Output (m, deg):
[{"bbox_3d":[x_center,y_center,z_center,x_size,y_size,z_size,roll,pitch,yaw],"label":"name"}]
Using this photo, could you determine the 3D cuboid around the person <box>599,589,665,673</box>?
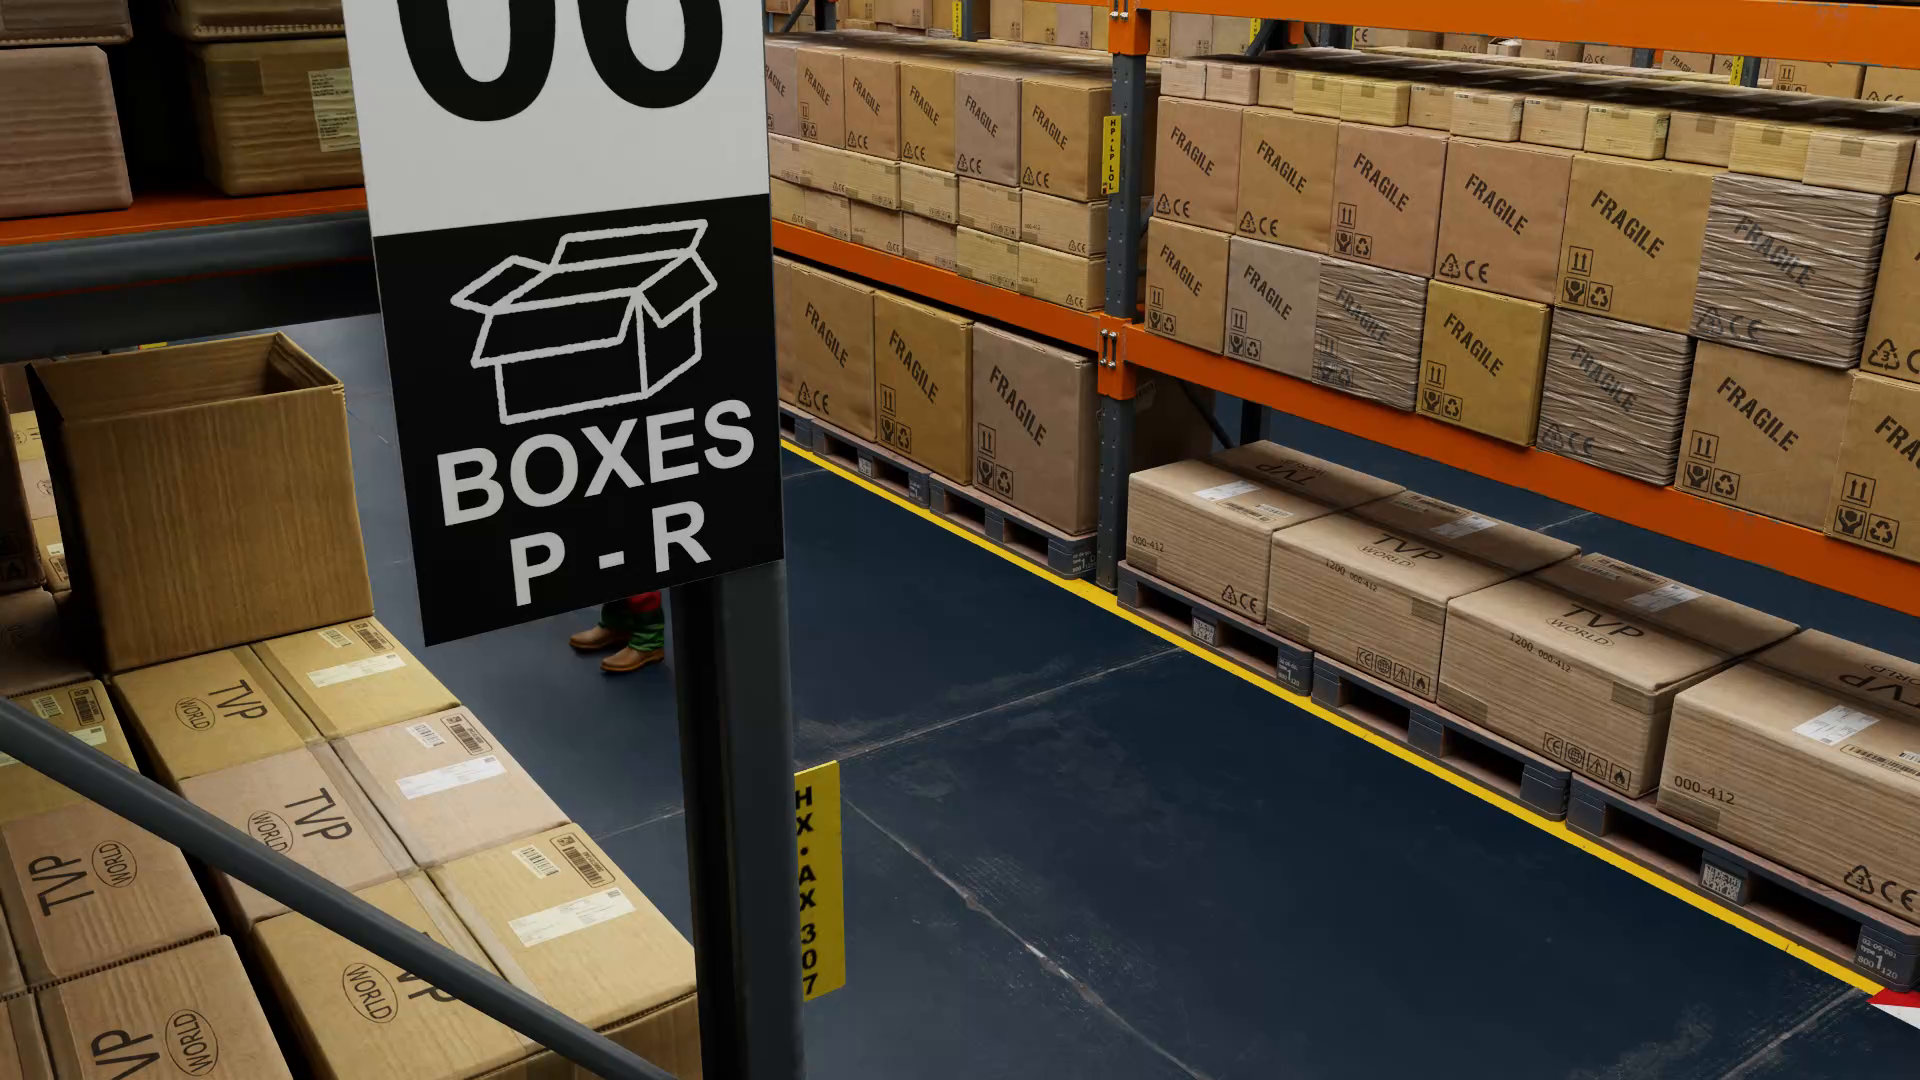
[{"bbox_3d":[-1.457,-0.326,6.904,0.449,1.780,0.607,-14,25,-33],"label":"person"}]
